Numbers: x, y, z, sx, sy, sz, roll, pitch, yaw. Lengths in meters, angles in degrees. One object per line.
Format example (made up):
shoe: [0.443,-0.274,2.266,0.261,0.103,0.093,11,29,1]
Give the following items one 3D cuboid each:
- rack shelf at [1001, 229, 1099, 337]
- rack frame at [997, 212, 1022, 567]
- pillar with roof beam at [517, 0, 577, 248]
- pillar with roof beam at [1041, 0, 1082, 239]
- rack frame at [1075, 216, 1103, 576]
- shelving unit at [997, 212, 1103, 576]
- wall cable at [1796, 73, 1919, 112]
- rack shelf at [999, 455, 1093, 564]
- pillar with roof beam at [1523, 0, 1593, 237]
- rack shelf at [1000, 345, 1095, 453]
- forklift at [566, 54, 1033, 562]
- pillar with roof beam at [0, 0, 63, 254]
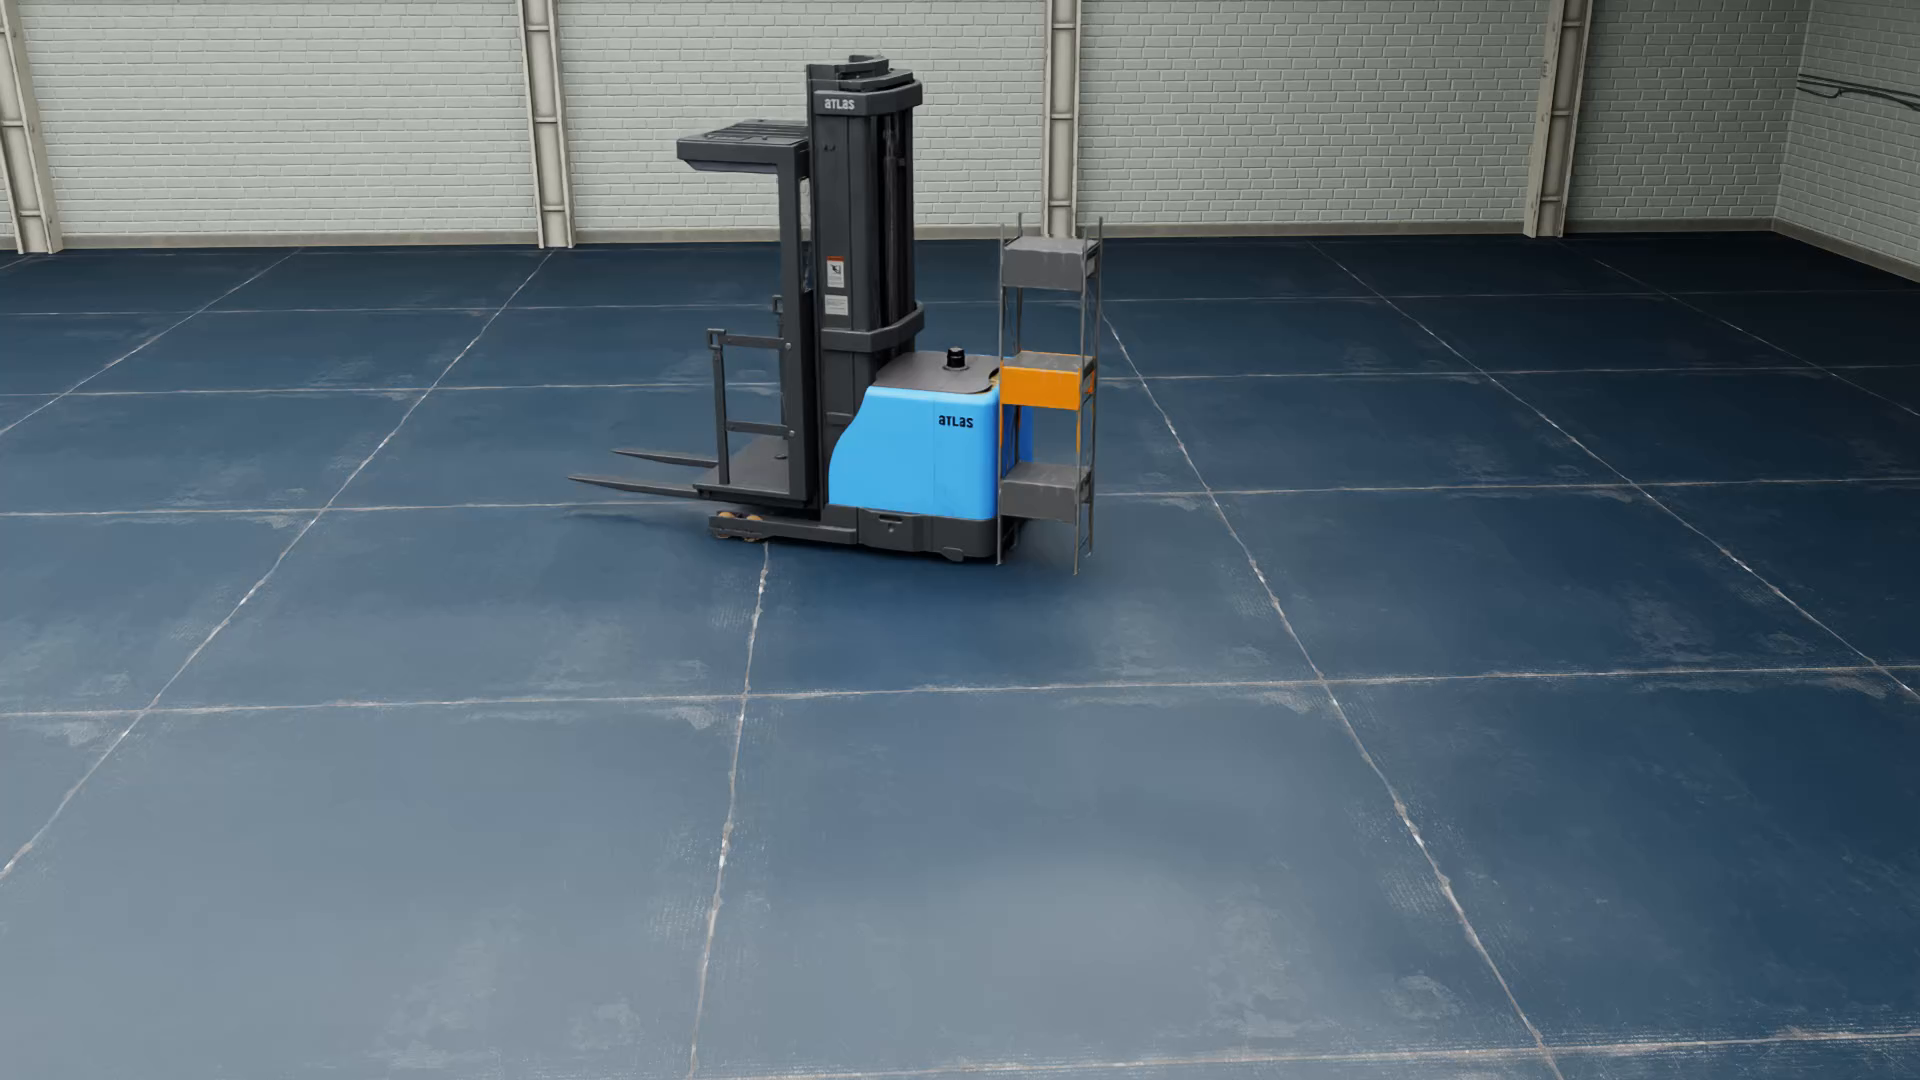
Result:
rack shelf: [0.530,-1.501,9.683,0.480,0.518,0.431,7,22,17]
rack frame: [0.297,-0.886,9.998,0.015,2.100,0.400,7,22,17]
pillar with roof beam: [-4.555,-6.193,14.241,0.400,9.000,9.100,-1,21,-3]
pillar with roof beam: [1.436,-6.315,14.561,0.400,9.000,9.100,-1,21,-3]
rack frame: [0.762,-0.833,9.858,0.015,2.100,0.400,7,22,17]
shelving unit: [0.530,-0.860,9.928,0.503,2.100,0.431,7,22,17]
wall cable: [10.197,-6.105,18.373,0.112,2.526,3.097,-1,21,-3]
rack shelf: [0.530,-0.193,10.182,0.480,0.518,0.431,7,22,17]
pillar with roof beam: [7.426,-6.437,14.881,0.400,9.000,9.100,-1,21,-3]
rack shelf: [0.530,-0.847,9.933,0.480,0.518,0.431,7,22,17]
forklift: [-1.087,-1.528,10.514,3.031,2.935,1.130,7,22,17]
pillar with roof beam: [-10.545,-6.071,13.920,0.400,9.000,9.100,-1,21,-3]
